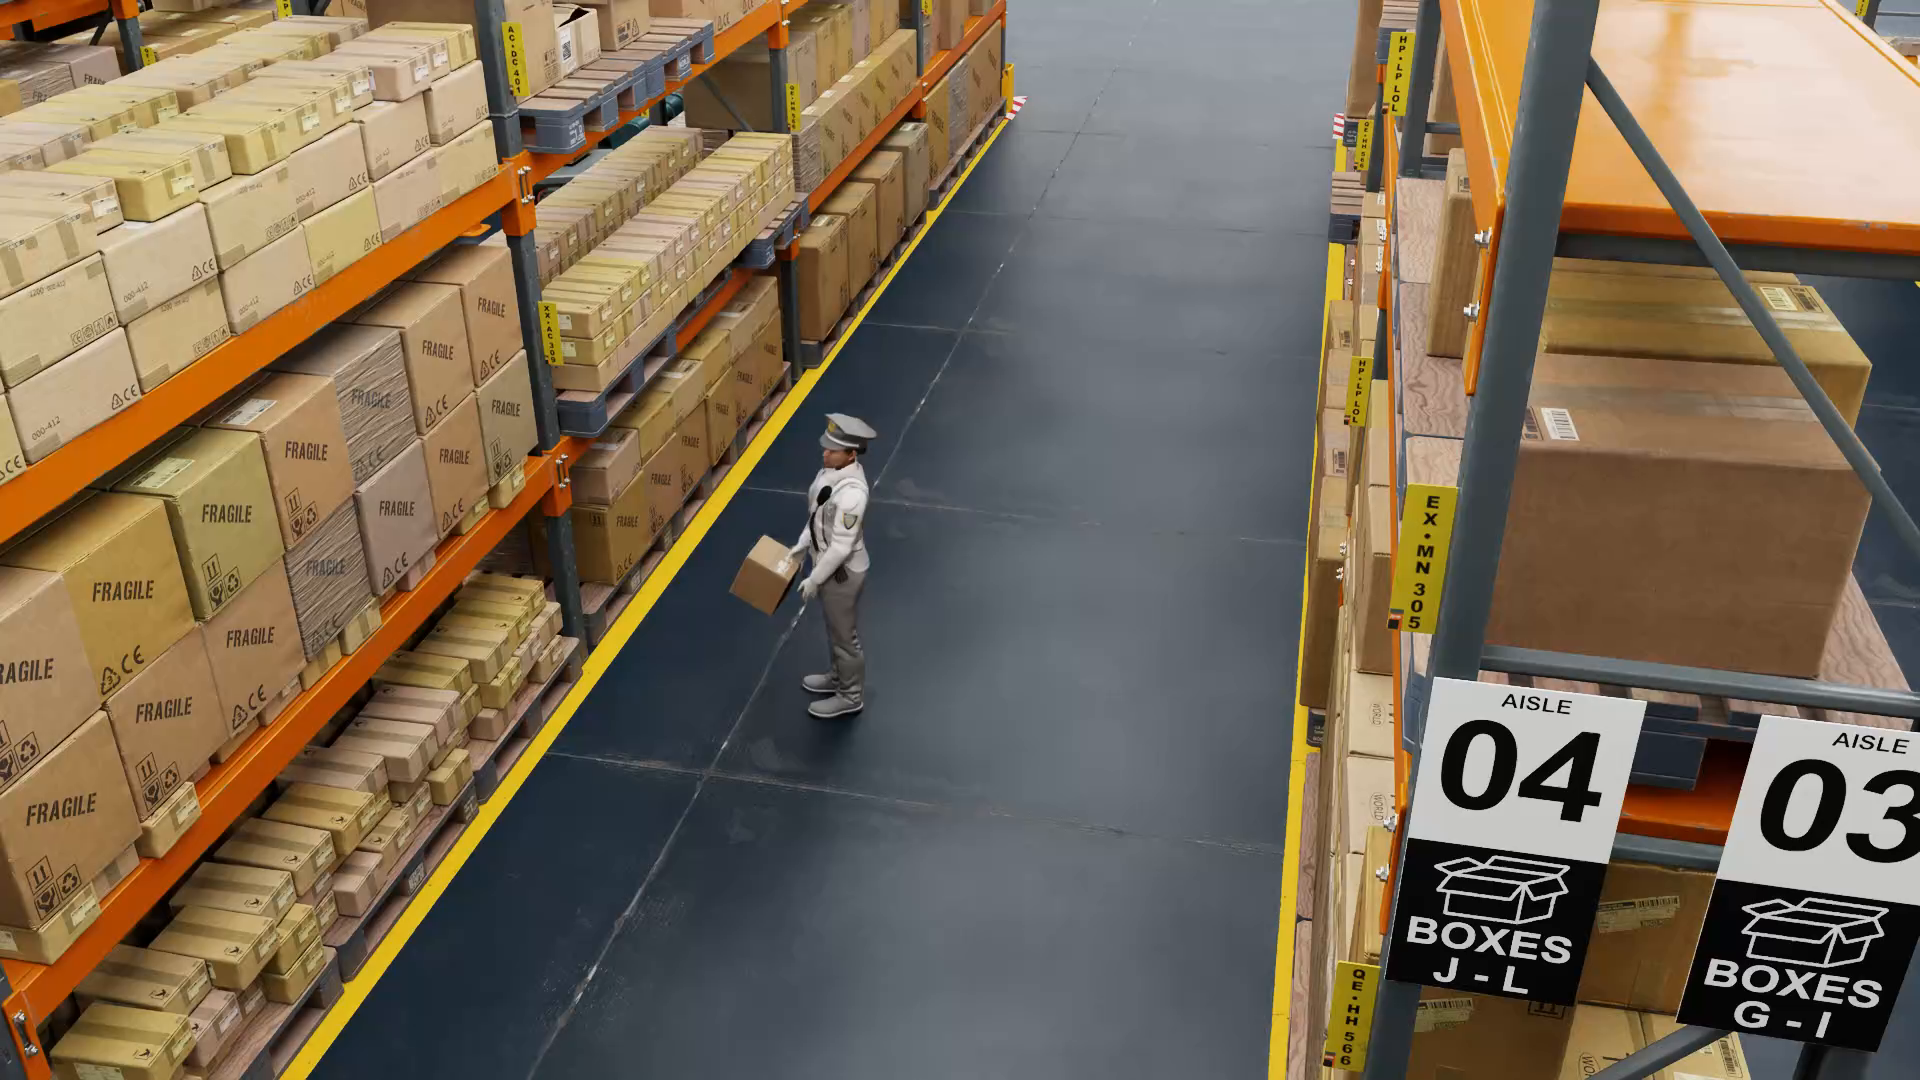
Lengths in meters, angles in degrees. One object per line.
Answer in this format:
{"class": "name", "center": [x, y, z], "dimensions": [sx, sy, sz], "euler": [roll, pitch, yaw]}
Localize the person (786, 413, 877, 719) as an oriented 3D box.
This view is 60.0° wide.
{"class": "person", "center": [-0.631, 0.136, 8.320], "dimensions": [0.457, 1.696, 0.542], "euler": [-5, 29, -9]}
